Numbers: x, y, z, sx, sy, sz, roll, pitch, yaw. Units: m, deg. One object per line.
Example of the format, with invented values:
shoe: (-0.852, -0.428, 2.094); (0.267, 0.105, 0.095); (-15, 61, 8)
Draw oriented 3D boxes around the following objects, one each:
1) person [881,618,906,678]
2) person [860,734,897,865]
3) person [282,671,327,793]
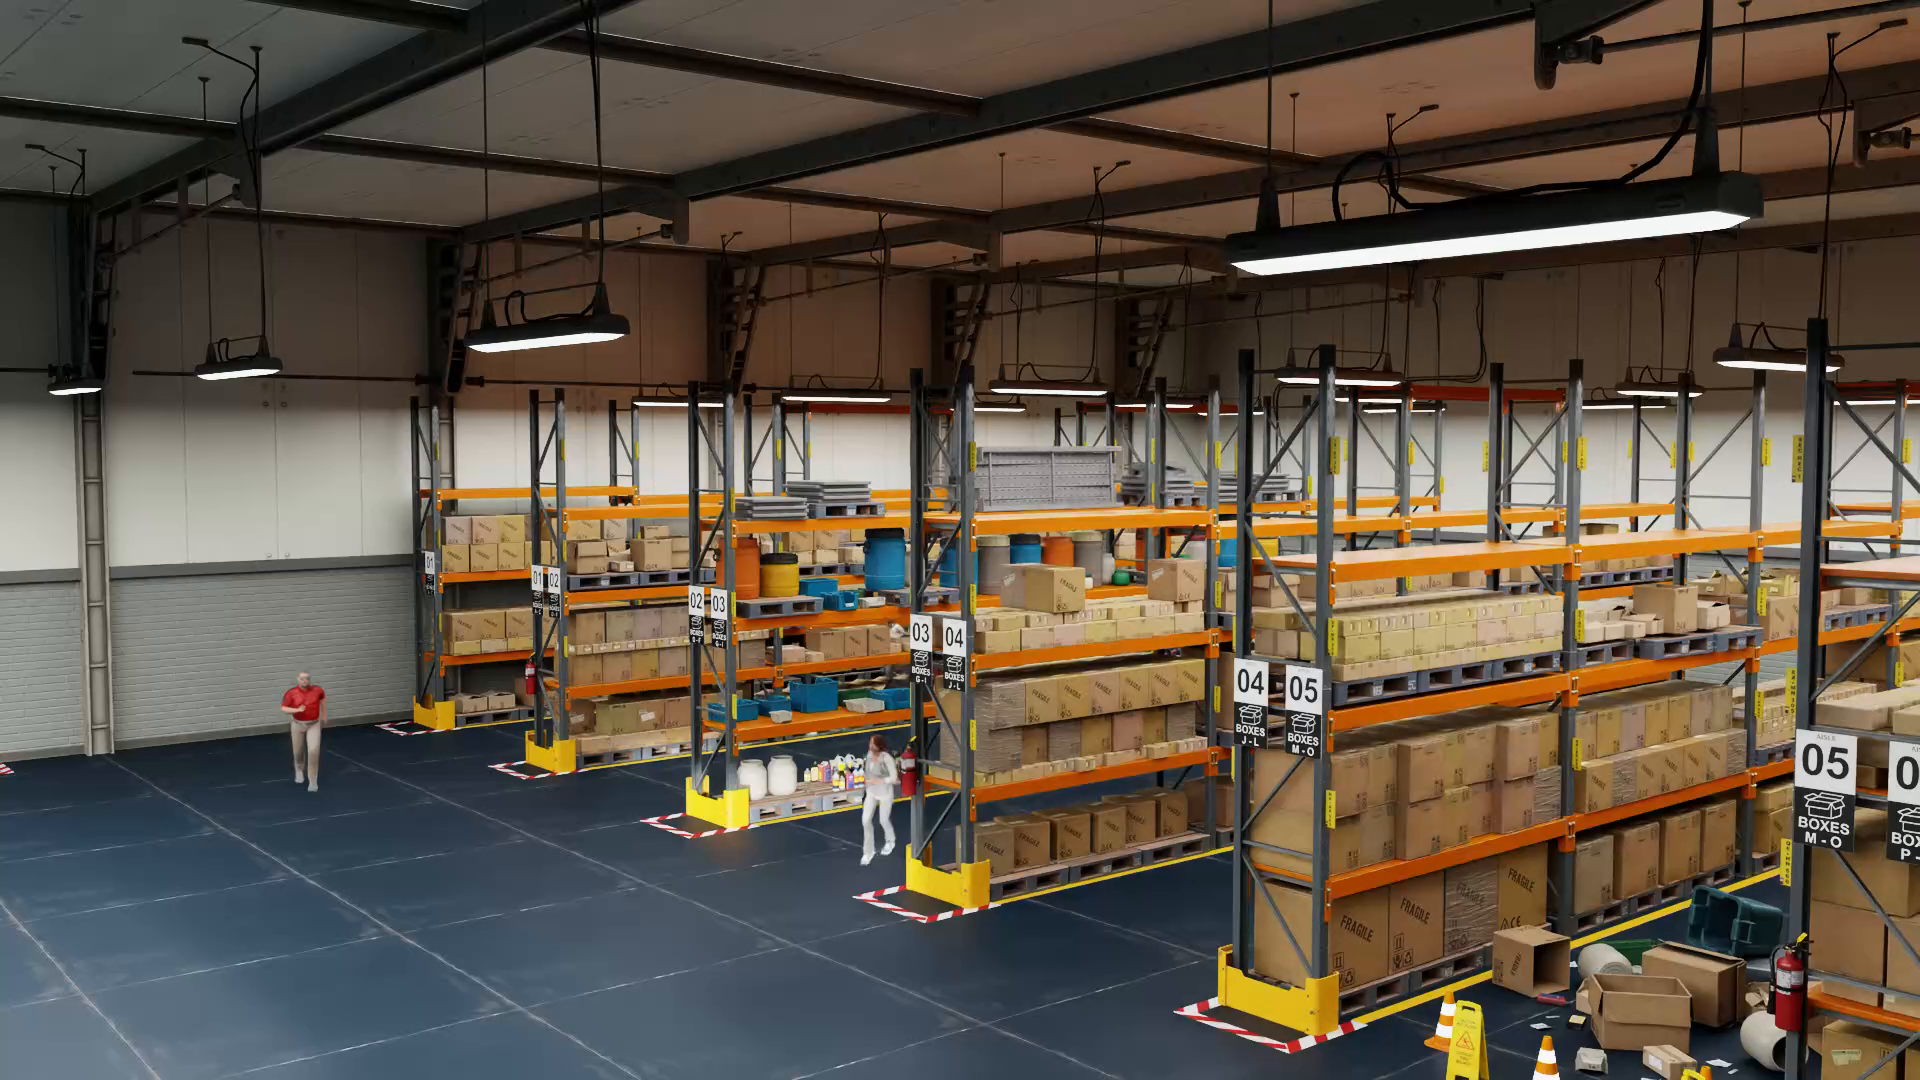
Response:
person: (-1.336, 2.298, 34.012); (0.682, 1.752, 0.605); (3, 5, 44)
person: (-0.927, 3.181, 20.413); (0.522, 1.657, 0.711); (2, 4, 32)
person: (-9.784, 2.824, 24.832); (0.641, 1.768, 0.915); (-2, 4, -25)
